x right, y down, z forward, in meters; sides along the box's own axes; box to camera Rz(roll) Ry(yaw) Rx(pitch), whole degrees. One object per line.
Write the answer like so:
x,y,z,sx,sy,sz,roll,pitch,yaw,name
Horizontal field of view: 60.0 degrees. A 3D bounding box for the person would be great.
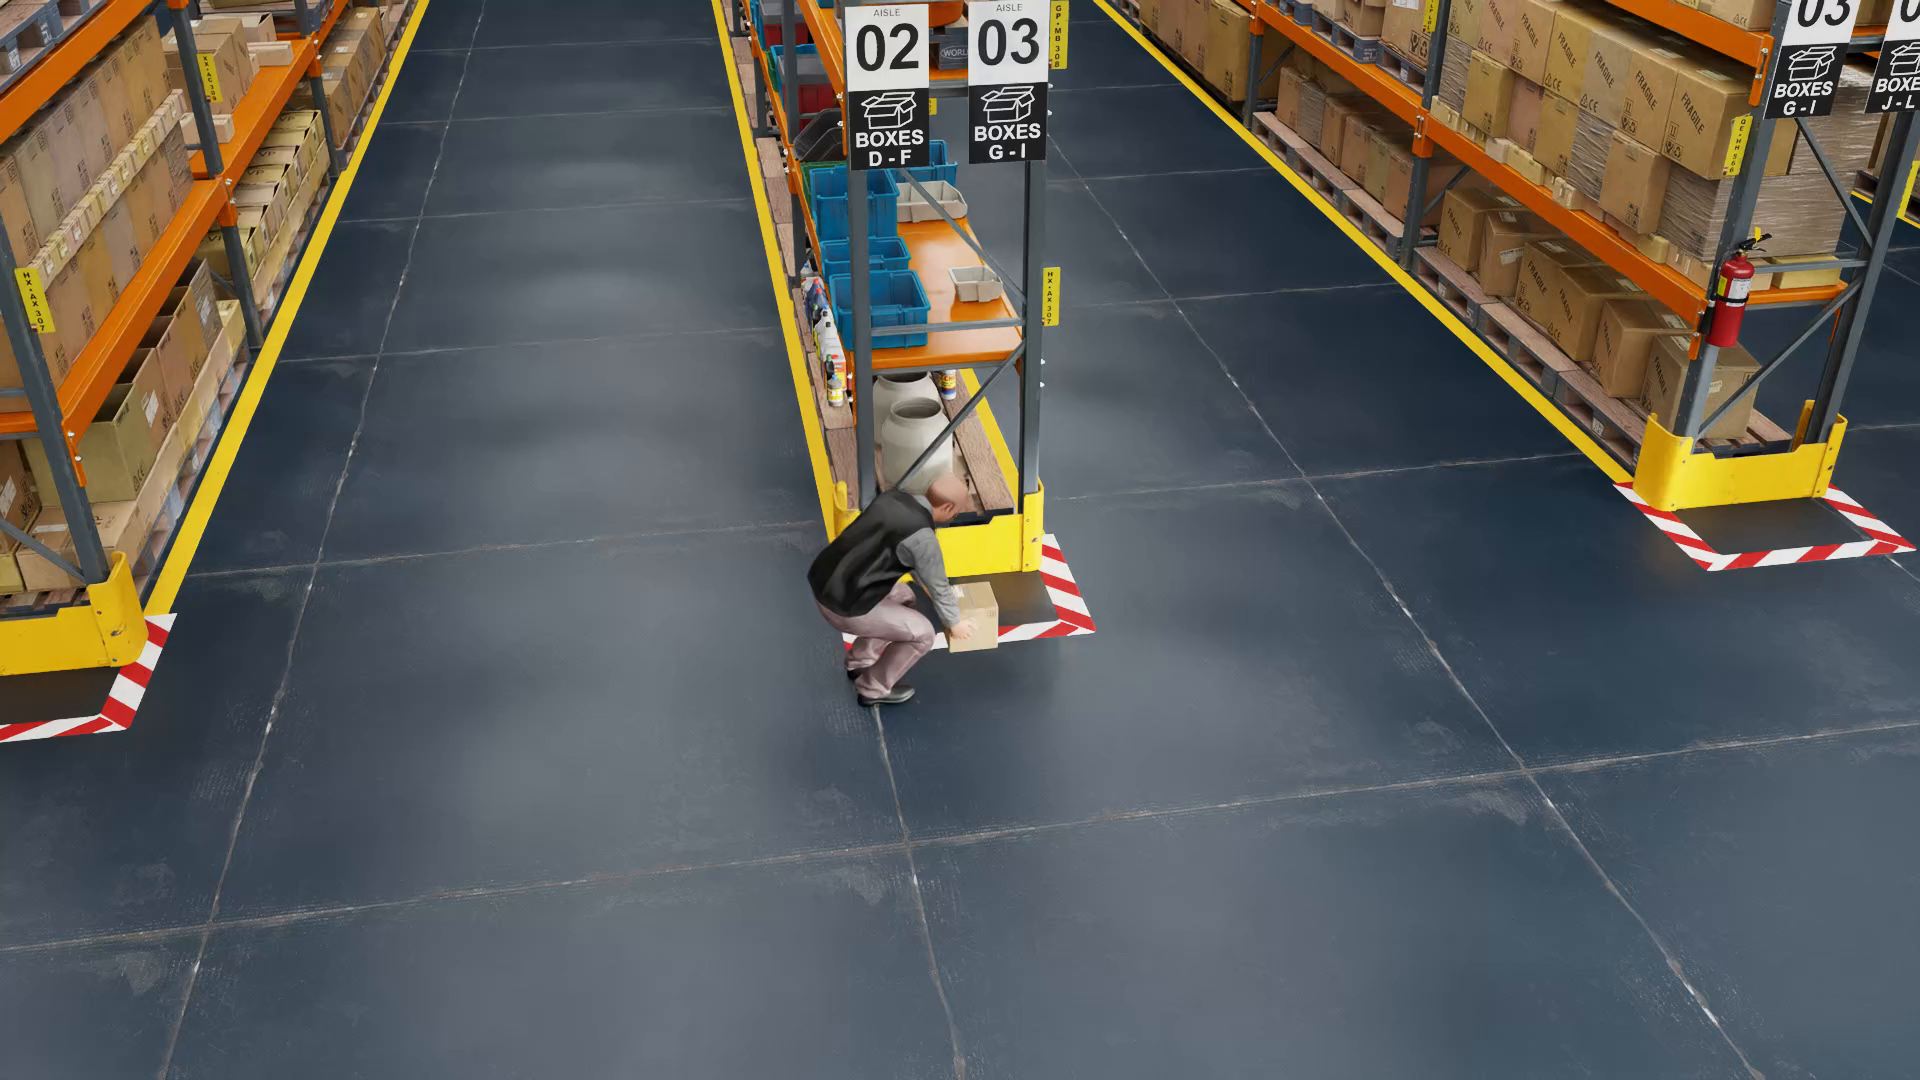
-0.353,0.232,8.357,0.819,1.128,0.565,-9,32,-15,person
